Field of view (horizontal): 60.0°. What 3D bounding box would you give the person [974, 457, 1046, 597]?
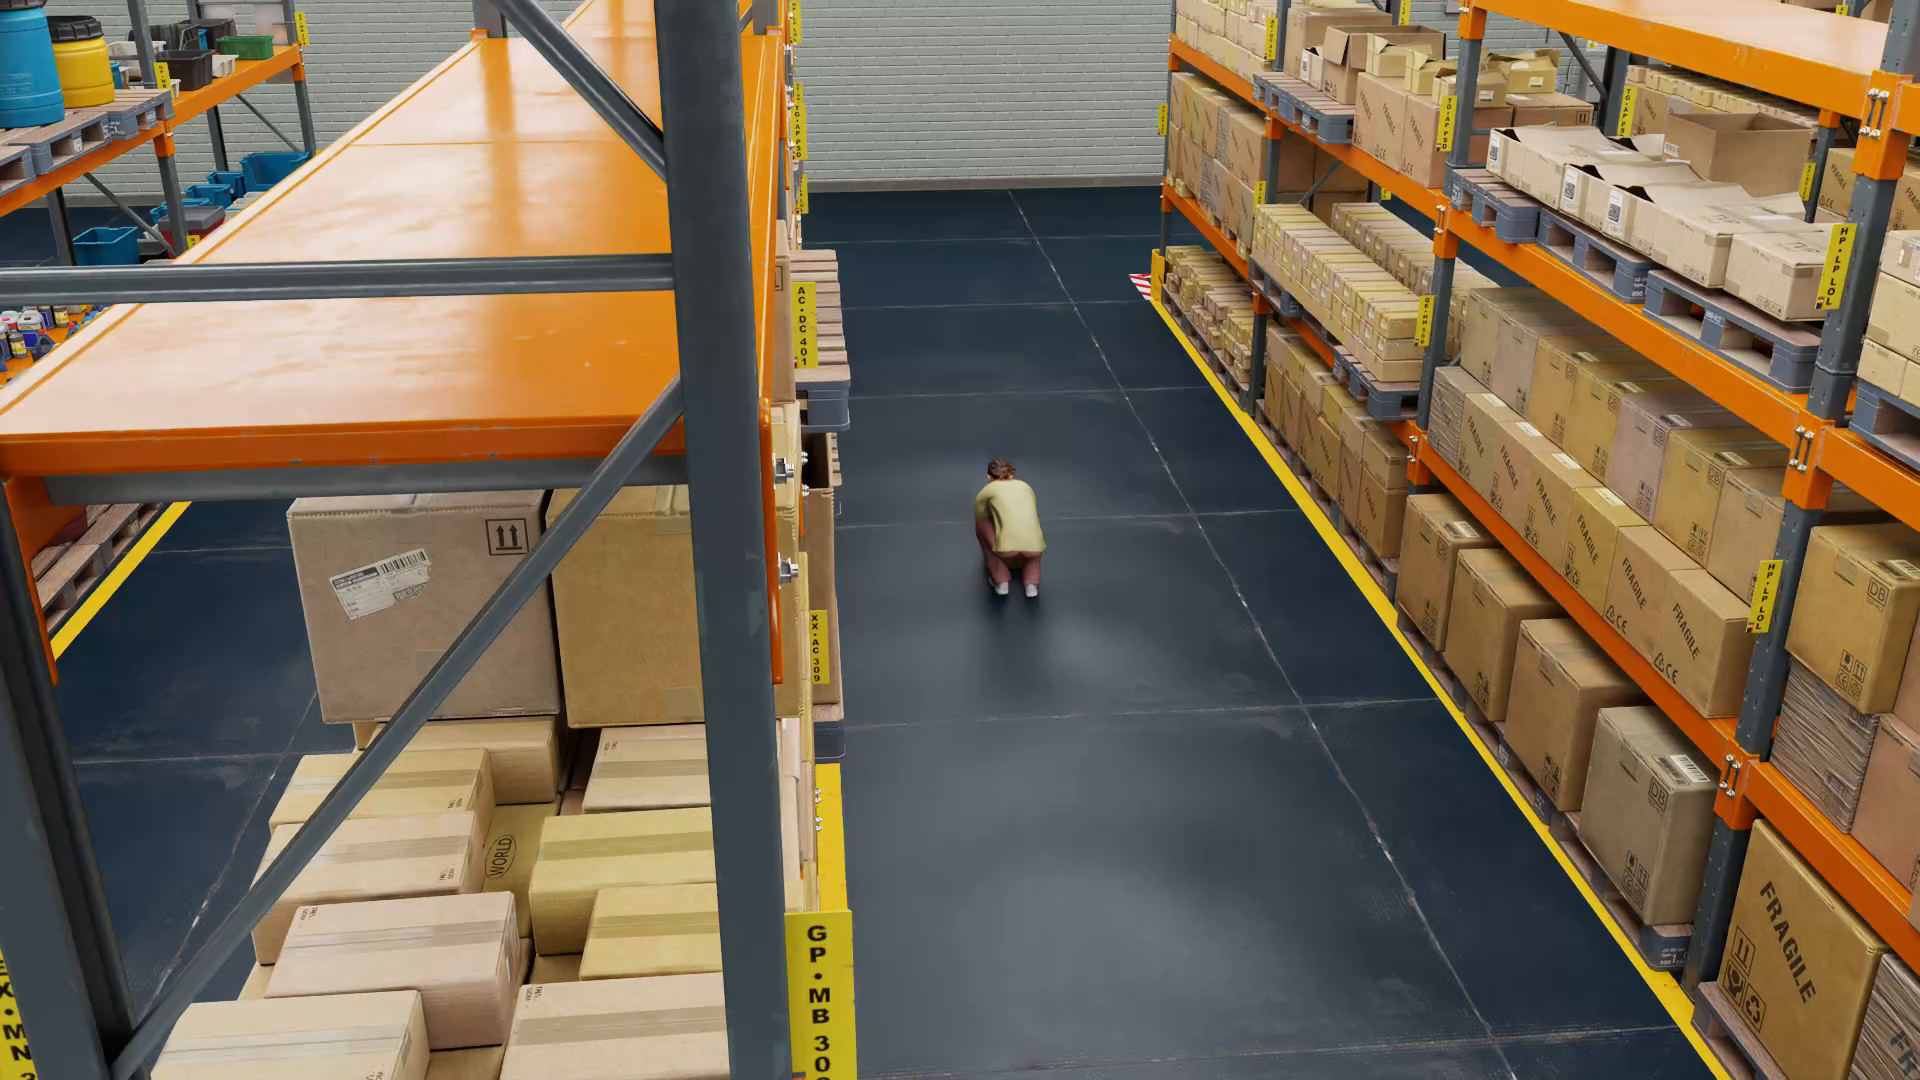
[{"bbox_3d":[0.350,-0.079,11.557,0.484,0.819,0.802,-2,24,-5],"label":"person"}]
